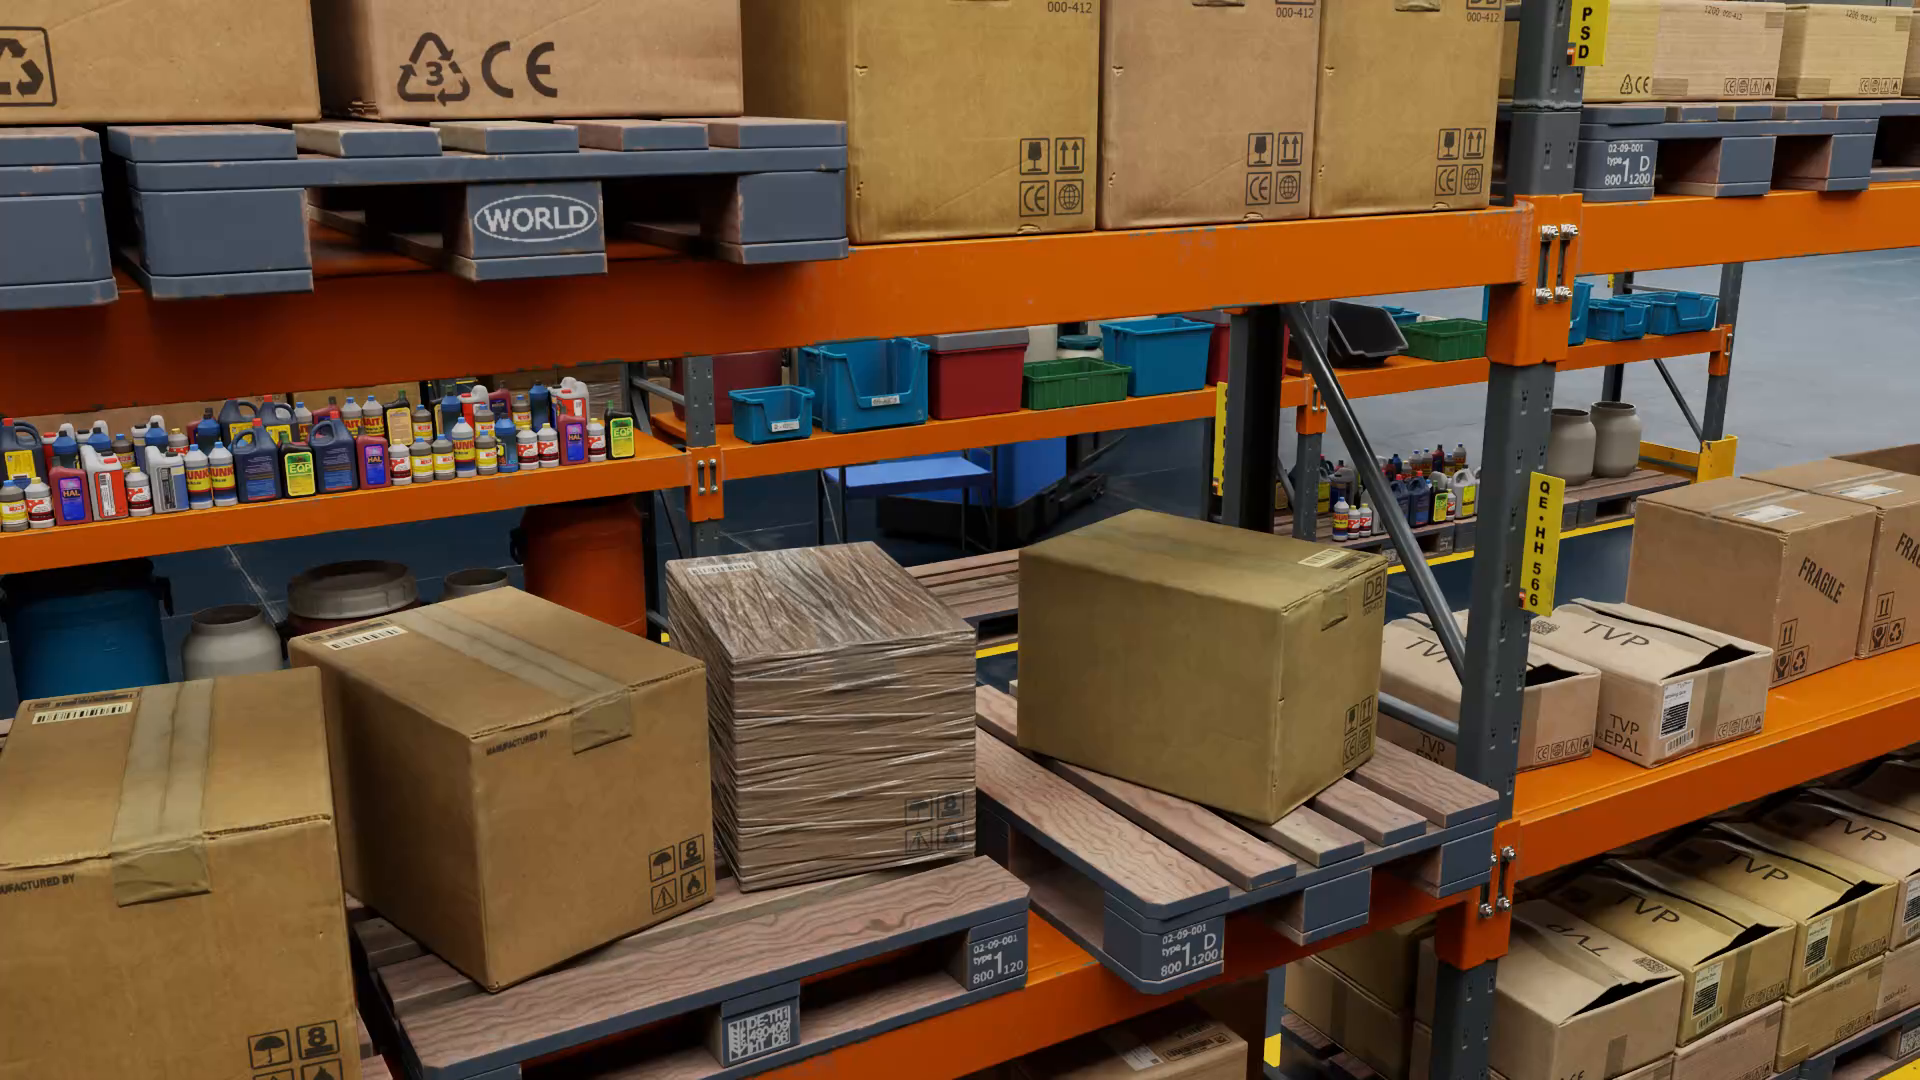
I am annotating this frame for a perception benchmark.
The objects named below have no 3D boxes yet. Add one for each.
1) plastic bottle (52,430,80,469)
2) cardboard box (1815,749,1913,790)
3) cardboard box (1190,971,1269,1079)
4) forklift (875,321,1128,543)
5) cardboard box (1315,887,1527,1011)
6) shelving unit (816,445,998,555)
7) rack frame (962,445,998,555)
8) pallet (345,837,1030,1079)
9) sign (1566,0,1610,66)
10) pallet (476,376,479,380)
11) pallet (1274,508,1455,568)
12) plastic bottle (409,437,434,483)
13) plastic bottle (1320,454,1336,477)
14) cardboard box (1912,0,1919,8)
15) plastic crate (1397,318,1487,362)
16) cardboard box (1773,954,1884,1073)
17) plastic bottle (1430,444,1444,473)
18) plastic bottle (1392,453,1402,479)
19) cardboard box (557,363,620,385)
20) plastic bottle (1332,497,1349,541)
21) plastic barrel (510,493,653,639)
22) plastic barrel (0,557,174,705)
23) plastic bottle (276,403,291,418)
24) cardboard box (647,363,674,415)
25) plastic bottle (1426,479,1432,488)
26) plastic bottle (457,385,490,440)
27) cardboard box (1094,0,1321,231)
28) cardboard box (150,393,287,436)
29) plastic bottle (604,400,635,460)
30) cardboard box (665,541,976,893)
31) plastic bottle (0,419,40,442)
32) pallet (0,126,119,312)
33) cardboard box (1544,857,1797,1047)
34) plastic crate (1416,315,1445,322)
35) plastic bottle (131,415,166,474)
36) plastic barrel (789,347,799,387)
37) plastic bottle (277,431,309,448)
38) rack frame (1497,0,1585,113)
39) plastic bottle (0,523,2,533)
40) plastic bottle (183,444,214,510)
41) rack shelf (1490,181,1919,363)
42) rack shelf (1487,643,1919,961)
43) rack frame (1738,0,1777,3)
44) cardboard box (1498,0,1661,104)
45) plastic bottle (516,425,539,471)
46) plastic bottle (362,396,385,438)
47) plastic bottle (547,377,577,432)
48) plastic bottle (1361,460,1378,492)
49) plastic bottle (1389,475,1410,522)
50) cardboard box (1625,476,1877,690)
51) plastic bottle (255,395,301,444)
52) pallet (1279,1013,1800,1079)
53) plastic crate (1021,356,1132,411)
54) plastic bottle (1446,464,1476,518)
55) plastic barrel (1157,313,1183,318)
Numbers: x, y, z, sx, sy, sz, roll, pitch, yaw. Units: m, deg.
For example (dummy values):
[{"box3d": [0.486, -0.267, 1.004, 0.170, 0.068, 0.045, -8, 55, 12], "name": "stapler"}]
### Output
[{"box3d": [-3.936, -0.347, 7.329, 0.097, 0.271, 0.097, 0, 16, 0], "name": "plastic bottle"}, {"box3d": [3.115, 0.842, 6.126, 0.500, 0.311, 0.500, -10, 18, -32], "name": "cardboard box"}, {"box3d": [0.506, 1.395, 4.693, 0.500, 0.500, 0.500, -8, 18, -27], "name": "cardboard box"}, {"box3d": [0.474, -1.745, 12.206, 1.130, 2.935, 3.031, 7, 17, 23], "name": "forklift"}, {"box3d": [1.366, 1.128, 5.107, 0.500, 0.311, 0.500, -9, 18, -28], "name": "cardboard box"}, {"box3d": [-0.340, -0.533, 10.533, 1.048, 1.500, 0.538, -7, 17, -22], "name": "shelving unit"}, {"box3d": [0.127, -0.587, 10.727, 0.032, 1.500, 0.500, -7, 17, -22], "name": "rack frame"}, {"box3d": [-0.621, 0.770, 3.463, 1.213, 0.211, 1.003, -9, 18, -30], "name": "pallet"}, {"box3d": [1.321, -1.162, 3.481, 0.005, 0.325, 0.100, -9, 18, -30], "name": "sign"}, {"box3d": [-4.763, -1.966, 18.033, 1.213, 0.211, 1.003, -9, 18, -30], "name": "pallet"}, {"box3d": [2.522, -0.038, 11.154, 1.213, 0.211, 1.003, -9, 18, -30], "name": "pallet"}, {"box3d": [-2.438, -0.365, 7.523, 0.097, 0.201, 0.097, 0, 16, 0], "name": "plastic bottle"}, {"box3d": [2.493, -0.416, 11.429, 0.185, 0.351, 0.144, -10, 19, -32], "name": "plastic bottle"}, {"box3d": [3.447, -1.925, 5.271, 0.500, 0.500, 0.500, -7, 17, -24], "name": "cardboard box"}, {"box3d": [3.234, -1.318, 10.947, 0.662, 0.188, 0.450, -9, 18, -30], "name": "plastic crate"}, {"box3d": [2.517, 1.379, 5.249, 0.500, 0.250, 0.500, -10, 18, -31], "name": "cardboard box"}, {"box3d": [3.435, -0.550, 12.030, 0.133, 0.283, 0.061, -9, 18, -29], "name": "plastic bottle"}, {"box3d": [3.086, -0.481, 11.809, 0.097, 0.271, 0.097, 0, 16, 0], "name": "plastic bottle"}, {"box3d": [-3.046, -1.432, 13.388, 0.500, 0.250, 0.500, -7, 17, -23], "name": "cardboard box"}, {"box3d": [2.424, -0.138, 10.584, 0.097, 0.271, 0.097, 0, 16, 0], "name": "plastic bottle"}, {"box3d": [-1.915, 0.174, 8.475, 0.708, 0.830, 0.600, -9, 18, -30], "name": "plastic barrel"}, {"box3d": [-3.851, 0.453, 7.345, 0.708, 0.901, 0.600, -9, 18, -30], "name": "plastic barrel"}, {"box3d": [-3.230, -0.503, 7.876, 0.135, 0.276, 0.152, -9, 18, -30], "name": "plastic bottle"}, {"box3d": [-2.539, -1.153, 13.782, 0.500, 0.500, 0.700, -8, 17, -25], "name": "cardboard box"}, {"box3d": [3.099, -0.266, 11.043, 0.097, 0.271, 0.097, 0, 16, 0], "name": "plastic bottle"}, {"box3d": [-2.438, -0.631, 8.335, 0.135, 0.276, 0.152, -9, 18, -30], "name": "plastic bottle"}, {"box3d": [0.250, -0.947, 3.489, 0.500, 0.500, 0.910, -9, 18, -30], "name": "cardboard box"}, {"box3d": [-5.425, -0.853, 12.053, 0.875, 0.875, 1.225, -9, 18, -30], "name": "cardboard box"}, {"box3d": [-1.631, -0.530, 7.958, 0.133, 0.283, 0.061, -9, 18, -30], "name": "plastic bottle"}, {"box3d": [-0.320, 0.352, 3.633, 0.500, 0.500, 0.700, -6, 17, -19], "name": "cardboard box"}, {"box3d": [-4.155, -0.390, 7.336, 0.185, 0.351, 0.144, -9, 18, -30], "name": "plastic bottle"}, {"box3d": [-1.790, -0.466, 2.307, 1.003, 0.211, 1.213, -9, 18, -30], "name": "pallet"}, {"box3d": [2.090, 1.178, 4.928, 0.500, 0.311, 0.500, -10, 18, -31], "name": "cardboard box"}, {"box3d": [3.186, -1.454, 11.529, 0.437, 0.136, 0.530, -9, 18, -30], "name": "plastic crate"}, {"box3d": [-3.702, -0.426, 7.604, 0.135, 0.276, 0.152, -9, 18, -30], "name": "plastic bottle"}, {"box3d": [-0.732, -0.987, 9.166, 0.421, 0.512, 0.421, 0, 16, 0], "name": "plastic barrel"}, {"box3d": [-2.915, -0.341, 7.284, 0.133, 0.283, 0.061, -9, 18, -30], "name": "plastic bottle"}, {"box3d": [1.044, -2.483, 3.595, 0.127, 3.000, 1.000, -9, 18, -30], "name": "rack frame"}, {"box3d": [-3.913, -0.160, 6.660, 0.097, 0.271, 0.097, 0, 16, 0], "name": "plastic bottle"}, {"box3d": [-3.234, -0.270, 7.053, 0.097, 0.271, 0.097, 0, 16, 0], "name": "plastic bottle"}, {"box3d": [2.758, -0.970, 5.089, 4.000, 0.370, 1.077, -9, 18, -30], "name": "rack shelf"}, {"box3d": [2.758, 0.474, 5.494, 4.000, 0.370, 1.077, -9, 18, -30], "name": "rack shelf"}, {"box3d": [5.354, -4.741, 11.652, 0.127, 3.000, 1.000, -9, 18, -30], "name": "rack frame"}, {"box3d": [1.404, -1.245, 4.235, 0.500, 0.250, 0.500, -11, 19, -34], "name": "cardboard box"}, {"box3d": [-2.021, -0.433, 7.764, 0.097, 0.201, 0.097, 0, 16, 0], "name": "plastic bottle"}, {"box3d": [-2.864, -0.569, 8.120, 0.097, 0.271, 0.097, 0, 16, 0], "name": "plastic bottle"}, {"box3d": [-2.041, -0.696, 8.564, 0.135, 0.276, 0.152, -9, 18, -30], "name": "plastic bottle"}, {"box3d": [2.845, -0.408, 11.527, 0.133, 0.283, 0.061, -9, 18, -30], "name": "plastic bottle"}, {"box3d": [2.830, -0.249, 10.835, 0.185, 0.351, 0.144, -9, 18, -28], "name": "plastic bottle"}, {"box3d": [2.474, 0.121, 5.237, 0.500, 0.500, 0.500, -10, 19, -33], "name": "cardboard box"}, {"box3d": [-3.175, -0.501, 7.732, 0.185, 0.351, 0.144, -9, 18, -30], "name": "plastic bottle"}, {"box3d": [1.770, 1.643, 5.157, 1.213, 0.211, 1.003, -9, 18, -30], "name": "pallet"}, {"box3d": [0.577, -0.887, 9.411, 0.662, 0.188, 0.450, -9, 18, -30], "name": "plastic crate"}, {"box3d": [3.357, -0.335, 11.139, 0.185, 0.351, 0.144, -9, 18, -30], "name": "plastic bottle"}, {"box3d": [1.438, -1.555, 10.469, 0.708, 0.901, 0.600, -9, 18, -30], "name": "plastic barrel"}]
